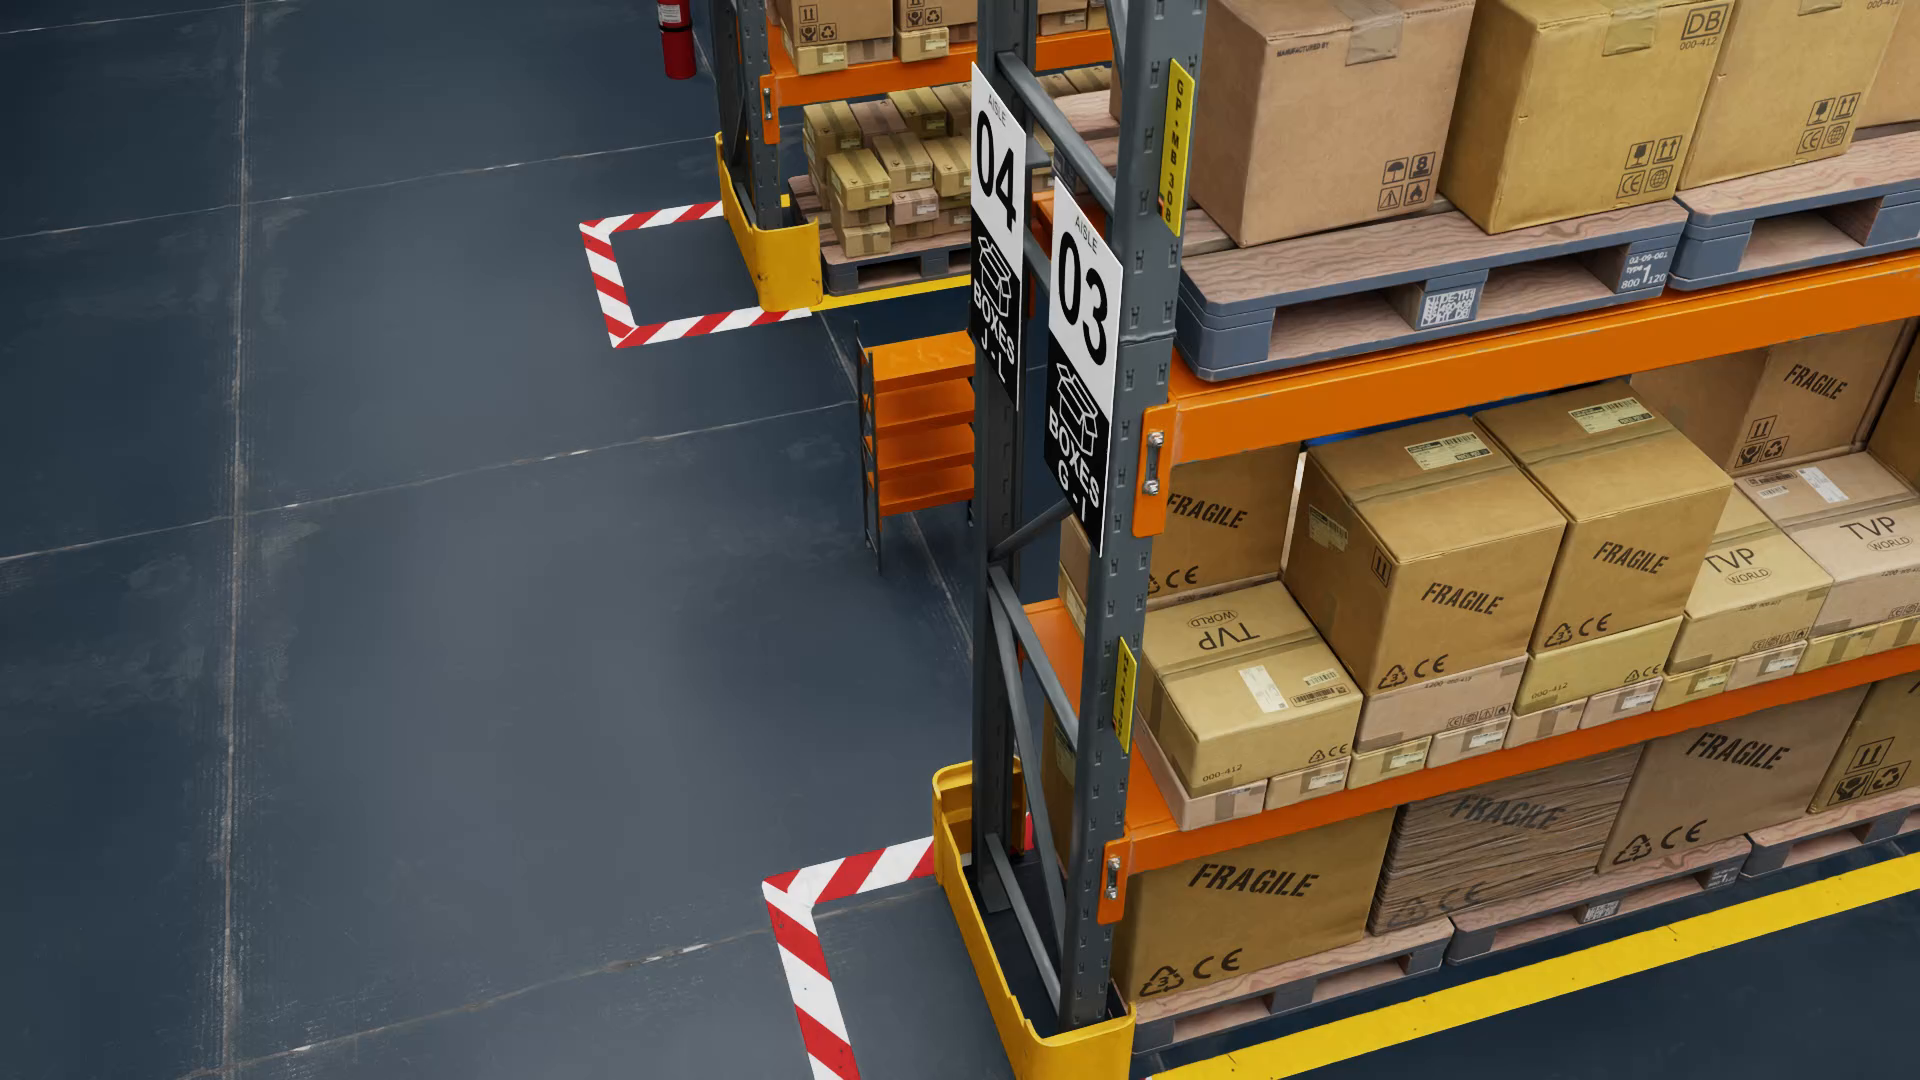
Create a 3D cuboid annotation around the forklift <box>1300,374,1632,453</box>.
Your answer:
[{"bbox_3d":[2.932,-1.792,7.423,3.031,2.935,1.130,-13,43,-15],"label":"forklift"}]

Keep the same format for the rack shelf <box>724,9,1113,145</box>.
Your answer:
[{"bbox_3d":[0.763,-2.860,9.140,4.000,0.370,1.077,-12,42,-13],"label":"rack shelf"}]

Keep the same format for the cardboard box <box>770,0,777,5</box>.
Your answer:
[{"bbox_3d":[-0.793,-3.136,8.607,0.500,0.500,0.500,-11,42,-12],"label":"cardboard box"}]

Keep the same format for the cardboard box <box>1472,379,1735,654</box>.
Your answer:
[{"bbox_3d":[1.757,-0.072,4.720,0.500,0.500,0.500,-13,43,-14],"label":"cardboard box"}]

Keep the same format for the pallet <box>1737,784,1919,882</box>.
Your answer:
[{"bbox_3d":[3.315,0.757,6.572,1.213,0.211,1.003,-12,42,-13],"label":"pallet"}]

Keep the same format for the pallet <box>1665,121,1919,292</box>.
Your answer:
[{"bbox_3d":[2.119,-1.096,4.362,1.213,0.211,1.003,-12,42,-13],"label":"pallet"}]

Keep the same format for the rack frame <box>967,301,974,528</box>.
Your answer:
[{"bbox_3d":[0.075,-0.467,7.223,0.015,1.200,0.240,-12,42,-13],"label":"rack frame"}]

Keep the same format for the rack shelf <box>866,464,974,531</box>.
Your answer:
[{"bbox_3d":[-0.158,-0.219,7.342,0.480,0.148,0.258,-12,42,-13],"label":"rack shelf"}]

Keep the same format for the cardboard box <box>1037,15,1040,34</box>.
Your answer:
[{"bbox_3d":[0.238,-2.771,8.682,0.250,0.149,0.380,-12,43,-13],"label":"cardboard box"}]

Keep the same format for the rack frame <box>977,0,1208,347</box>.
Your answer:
[{"bbox_3d":[0.249,-1.863,2.892,0.127,3.000,1.000,-12,42,-13],"label":"rack frame"}]

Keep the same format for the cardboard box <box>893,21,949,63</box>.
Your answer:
[{"bbox_3d":[-0.234,-2.596,8.482,0.250,0.149,0.380,-13,43,-14],"label":"cardboard box"}]

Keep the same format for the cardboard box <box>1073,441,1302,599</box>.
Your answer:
[{"bbox_3d":[0.635,-0.203,4.869,0.500,0.500,0.500,-11,42,-13],"label":"cardboard box"}]

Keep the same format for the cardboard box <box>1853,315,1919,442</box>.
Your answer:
[{"bbox_3d":[3.058,-0.705,5.445,0.500,0.500,0.500,-12,42,-13],"label":"cardboard box"}]

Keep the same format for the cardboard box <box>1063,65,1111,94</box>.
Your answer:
[{"bbox_3d":[0.782,-2.604,9.696,0.250,0.149,0.380,-11,42,-13],"label":"cardboard box"}]

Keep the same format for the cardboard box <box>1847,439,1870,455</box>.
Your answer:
[{"bbox_3d":[3.061,-0.426,5.695,0.500,0.250,0.500,-12,43,-13],"label":"cardboard box"}]

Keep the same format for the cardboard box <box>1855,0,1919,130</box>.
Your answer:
[{"bbox_3d":[2.280,-1.447,4.225,0.500,0.500,0.700,-10,42,-11],"label":"cardboard box"}]

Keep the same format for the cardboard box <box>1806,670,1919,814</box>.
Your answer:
[{"bbox_3d":[3.411,0.328,6.240,0.875,0.875,0.875,-12,42,-13],"label":"cardboard box"}]

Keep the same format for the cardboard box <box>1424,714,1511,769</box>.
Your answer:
[{"bbox_3d":[1.423,0.473,4.969,0.250,0.149,0.380,-12,43,-14],"label":"cardboard box"}]

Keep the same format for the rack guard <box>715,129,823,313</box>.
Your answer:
[{"bbox_3d":[-1.072,-1.810,9.291,0.348,0.500,1.175,-12,42,-13],"label":"rack guard"}]

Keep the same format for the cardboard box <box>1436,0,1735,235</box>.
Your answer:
[{"bbox_3d":[1.302,-1.138,3.872,0.500,0.500,0.700,-13,43,-15],"label":"cardboard box"}]

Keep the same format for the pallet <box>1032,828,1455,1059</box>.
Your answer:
[{"bbox_3d":[0.988,1.240,6.020,1.213,0.211,1.003,-12,42,-13],"label":"pallet"}]

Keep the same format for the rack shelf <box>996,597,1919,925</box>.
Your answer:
[{"bbox_3d":[2.156,0.272,5.555,4.000,0.370,1.077,-12,42,-13],"label":"rack shelf"}]

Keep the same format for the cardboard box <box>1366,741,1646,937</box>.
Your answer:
[{"bbox_3d":[1.703,0.682,5.835,0.875,0.875,0.875,-12,42,-13],"label":"cardboard box"}]

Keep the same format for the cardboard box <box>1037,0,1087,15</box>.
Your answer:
[{"bbox_3d":[0.340,-3.012,8.465,0.500,0.500,0.500,-11,42,-12],"label":"cardboard box"}]

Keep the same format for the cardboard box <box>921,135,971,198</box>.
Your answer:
[{"bbox_3d":[-0.037,-2.034,9.044,0.250,0.149,0.380,-12,43,-13],"label":"cardboard box"}]

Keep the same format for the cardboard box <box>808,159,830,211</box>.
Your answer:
[{"bbox_3d":[-0.705,-2.055,9.520,0.250,0.149,0.380,-11,42,-12],"label":"cardboard box"}]

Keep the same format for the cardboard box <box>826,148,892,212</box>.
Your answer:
[{"bbox_3d":[-0.543,-1.935,8.930,0.250,0.149,0.380,-14,43,-15],"label":"cardboard box"}]

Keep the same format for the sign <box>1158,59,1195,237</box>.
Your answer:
[{"bbox_3d":[0.410,-0.743,3.165,0.005,0.325,0.100,-12,42,-13],"label":"sign"}]

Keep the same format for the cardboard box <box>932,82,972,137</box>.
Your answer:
[{"bbox_3d":[0.016,-2.464,9.536,0.250,0.149,0.380,-13,43,-15],"label":"cardboard box"}]

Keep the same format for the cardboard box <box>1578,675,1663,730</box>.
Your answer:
[{"bbox_3d":[1.912,0.373,5.084,0.250,0.149,0.380,-12,43,-14],"label":"cardboard box"}]

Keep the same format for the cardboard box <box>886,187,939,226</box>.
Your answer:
[{"bbox_3d":[-0.290,-1.894,9.109,0.250,0.149,0.380,-12,43,-13],"label":"cardboard box"}]

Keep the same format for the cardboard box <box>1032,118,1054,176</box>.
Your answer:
[{"bbox_3d":[0.442,-2.184,9.215,0.250,0.149,0.380,-10,42,-11],"label":"cardboard box"}]

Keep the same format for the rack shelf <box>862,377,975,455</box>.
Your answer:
[{"bbox_3d":[-0.158,-0.537,7.064,0.480,0.148,0.258,-12,42,-13],"label":"rack shelf"}]

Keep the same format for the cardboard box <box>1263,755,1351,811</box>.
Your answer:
[{"bbox_3d":[0.931,0.577,4.851,0.250,0.149,0.380,-12,43,-14],"label":"cardboard box"}]

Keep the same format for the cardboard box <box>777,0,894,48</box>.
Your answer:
[{"bbox_3d":[-0.633,-2.801,8.224,0.500,0.500,0.500,-10,42,-11],"label":"cardboard box"}]

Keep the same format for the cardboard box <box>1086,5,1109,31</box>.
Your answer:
[{"bbox_3d":[0.735,-2.840,8.761,0.250,0.149,0.380,-10,42,-12],"label":"cardboard box"}]

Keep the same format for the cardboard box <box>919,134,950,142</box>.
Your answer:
[{"bbox_3d":[-0.232,-2.320,9.596,0.250,0.149,0.380,-13,43,-15],"label":"cardboard box"}]

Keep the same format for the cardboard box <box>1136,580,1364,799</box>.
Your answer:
[{"bbox_3d":[0.788,0.416,4.732,0.500,0.250,0.500,-13,43,-14],"label":"cardboard box"}]

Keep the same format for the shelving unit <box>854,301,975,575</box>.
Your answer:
[{"bbox_3d":[-0.158,-0.419,7.167,0.503,1.200,0.258,-12,42,-13],"label":"shelving unit"}]

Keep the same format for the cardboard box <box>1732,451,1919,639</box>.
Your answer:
[{"bbox_3d":[2.742,0.007,5.199,0.500,0.250,0.500,-11,42,-12],"label":"cardboard box"}]

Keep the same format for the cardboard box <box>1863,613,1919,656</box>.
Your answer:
[{"bbox_3d":[2.890,0.170,5.316,0.250,0.149,0.380,-11,42,-12],"label":"cardboard box"}]

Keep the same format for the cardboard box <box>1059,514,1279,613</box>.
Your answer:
[{"bbox_3d":[0.631,0.079,5.117,0.500,0.250,0.500,-12,43,-14],"label":"cardboard box"}]

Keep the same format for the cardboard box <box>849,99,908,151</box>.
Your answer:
[{"bbox_3d":[-0.459,-2.322,9.373,0.250,0.149,0.380,-11,42,-12],"label":"cardboard box"}]

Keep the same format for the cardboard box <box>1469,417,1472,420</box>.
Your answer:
[{"bbox_3d":[1.601,-0.122,5.347,0.500,0.250,0.500,-13,43,-15],"label":"cardboard box"}]

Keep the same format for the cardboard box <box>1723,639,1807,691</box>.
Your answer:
[{"bbox_3d":[2.403,0.270,5.201,0.250,0.149,0.380,-11,42,-12],"label":"cardboard box"}]

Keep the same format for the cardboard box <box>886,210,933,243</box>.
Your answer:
[{"bbox_3d":[-0.324,-1.826,9.258,0.250,0.149,0.380,-12,43,-13],"label":"cardboard box"}]

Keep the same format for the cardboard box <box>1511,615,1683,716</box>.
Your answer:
[{"bbox_3d":[1.762,0.212,4.965,0.500,0.250,0.500,-13,43,-14],"label":"cardboard box"}]

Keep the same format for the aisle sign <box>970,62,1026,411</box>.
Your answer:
[{"bbox_3d":[0.090,-0.756,4.210,0.004,0.787,0.394,-12,42,-13],"label":"aisle sign"}]

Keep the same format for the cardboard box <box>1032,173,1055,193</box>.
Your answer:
[{"bbox_3d":[0.419,-2.092,9.336,0.250,0.149,0.380,-14,43,-15],"label":"cardboard box"}]

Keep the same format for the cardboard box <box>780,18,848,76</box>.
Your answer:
[{"bbox_3d":[-0.737,-2.500,8.372,0.250,0.149,0.380,-12,43,-13],"label":"cardboard box"}]
